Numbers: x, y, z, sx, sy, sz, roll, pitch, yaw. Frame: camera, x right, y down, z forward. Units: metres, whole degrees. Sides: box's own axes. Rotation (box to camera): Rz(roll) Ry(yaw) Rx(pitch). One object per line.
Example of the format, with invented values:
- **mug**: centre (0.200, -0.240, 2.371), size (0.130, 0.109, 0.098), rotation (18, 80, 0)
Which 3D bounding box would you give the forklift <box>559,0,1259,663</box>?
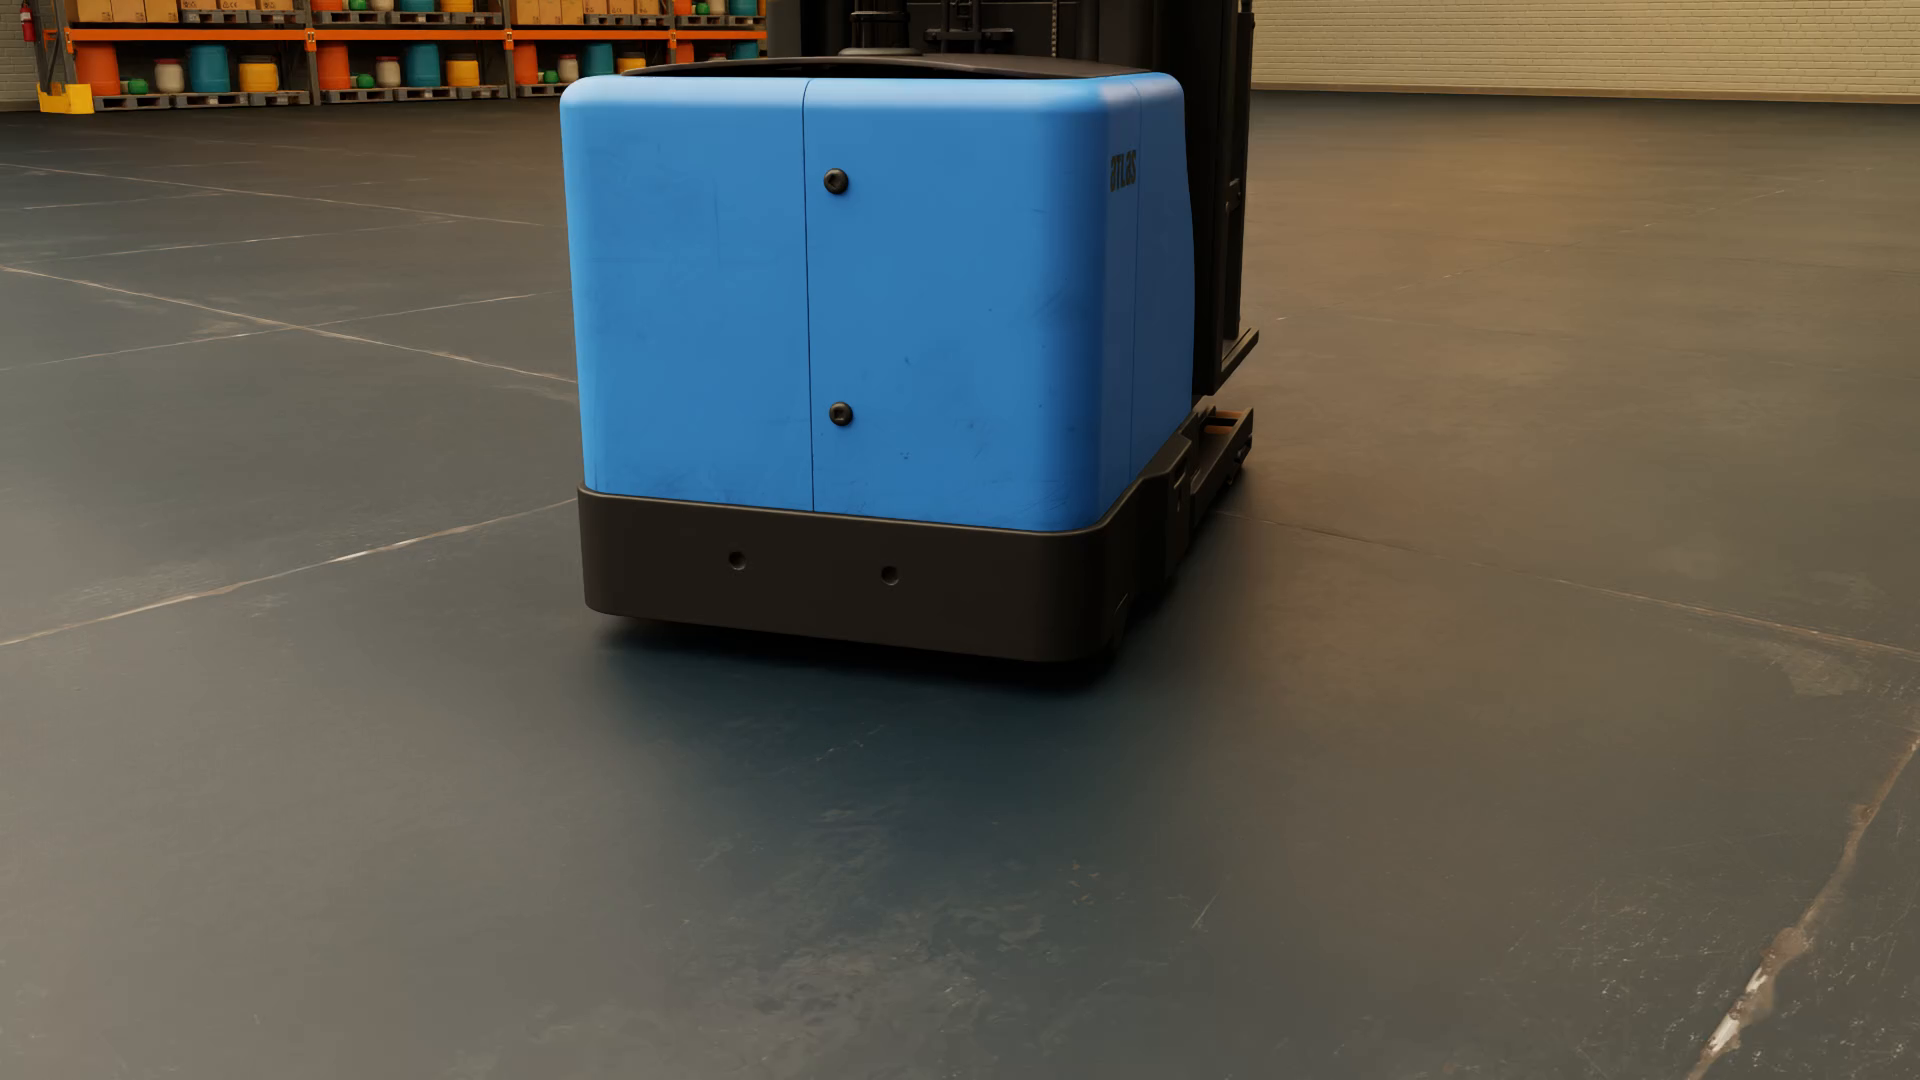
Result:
- **forklift**: centre (0.182, -1.571, 4.072), size (1.130, 2.935, 3.031), rotation (5, 18, 17)
